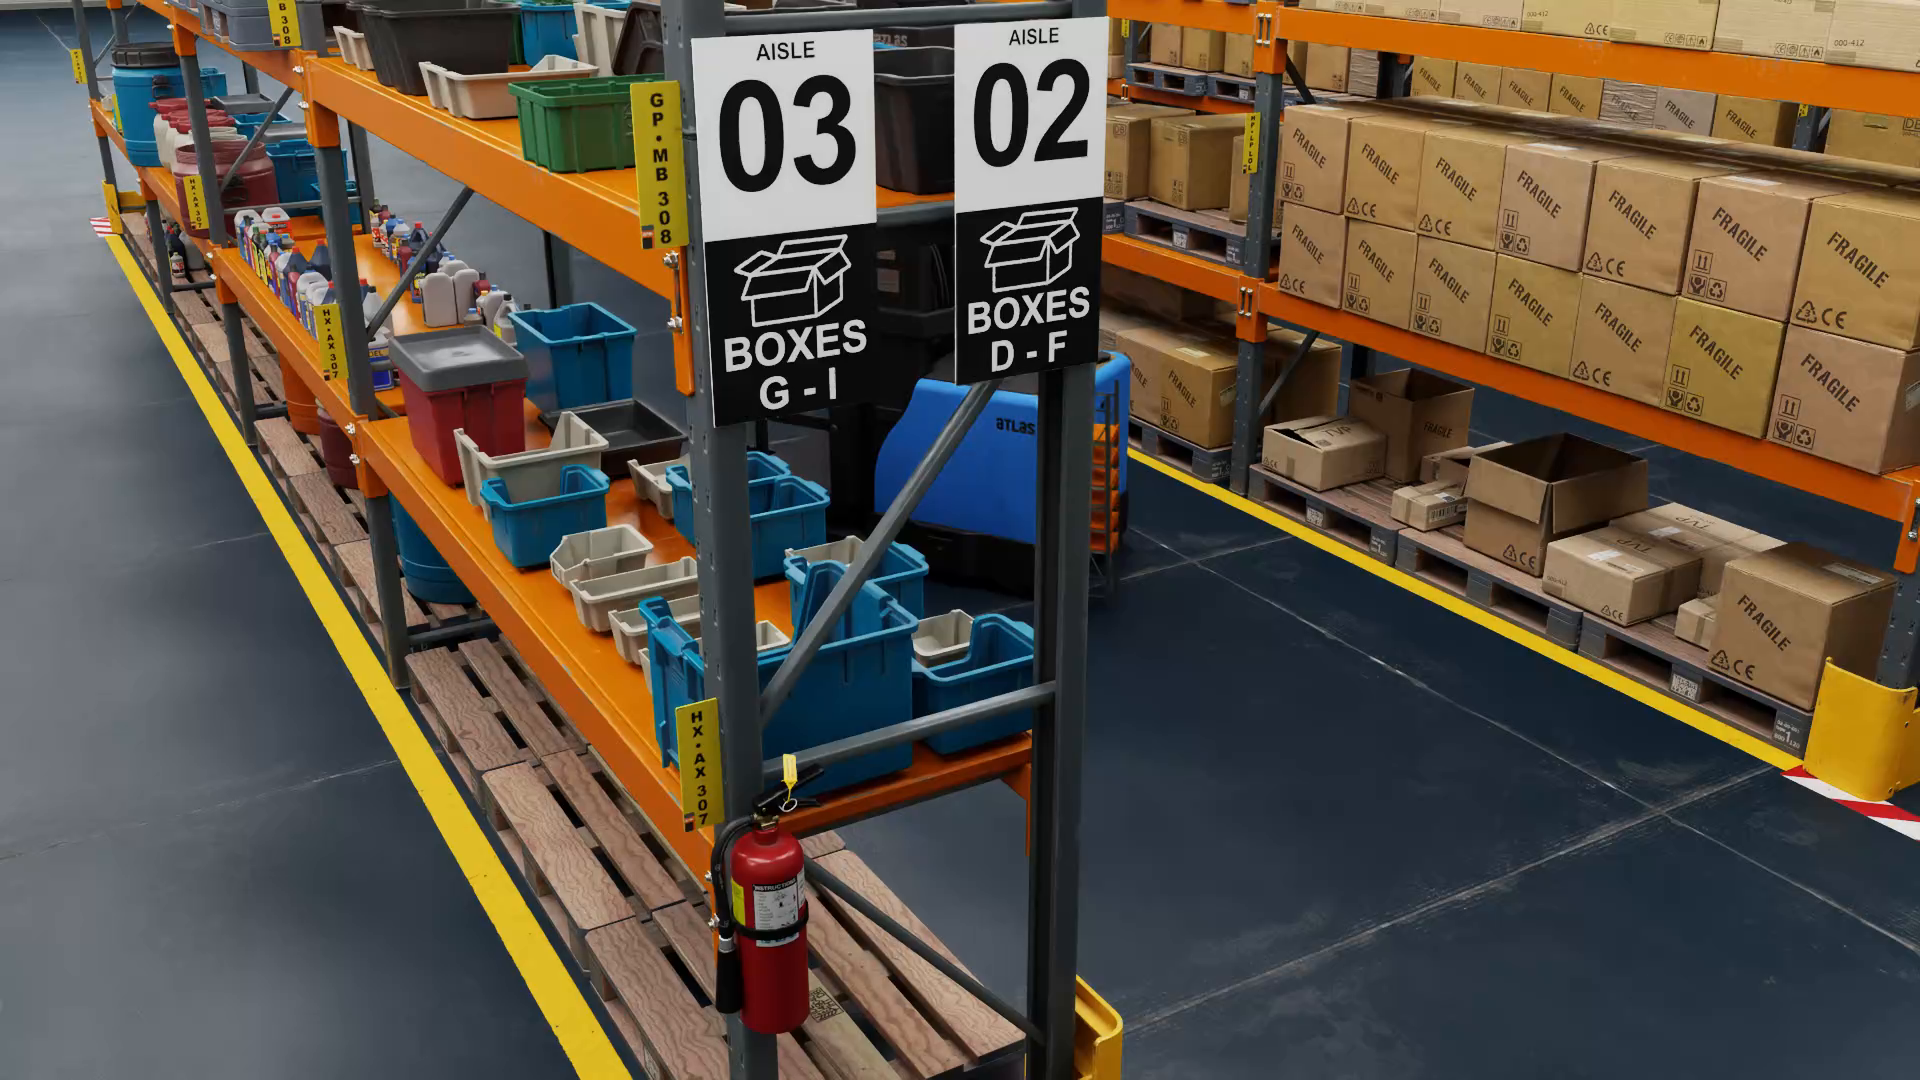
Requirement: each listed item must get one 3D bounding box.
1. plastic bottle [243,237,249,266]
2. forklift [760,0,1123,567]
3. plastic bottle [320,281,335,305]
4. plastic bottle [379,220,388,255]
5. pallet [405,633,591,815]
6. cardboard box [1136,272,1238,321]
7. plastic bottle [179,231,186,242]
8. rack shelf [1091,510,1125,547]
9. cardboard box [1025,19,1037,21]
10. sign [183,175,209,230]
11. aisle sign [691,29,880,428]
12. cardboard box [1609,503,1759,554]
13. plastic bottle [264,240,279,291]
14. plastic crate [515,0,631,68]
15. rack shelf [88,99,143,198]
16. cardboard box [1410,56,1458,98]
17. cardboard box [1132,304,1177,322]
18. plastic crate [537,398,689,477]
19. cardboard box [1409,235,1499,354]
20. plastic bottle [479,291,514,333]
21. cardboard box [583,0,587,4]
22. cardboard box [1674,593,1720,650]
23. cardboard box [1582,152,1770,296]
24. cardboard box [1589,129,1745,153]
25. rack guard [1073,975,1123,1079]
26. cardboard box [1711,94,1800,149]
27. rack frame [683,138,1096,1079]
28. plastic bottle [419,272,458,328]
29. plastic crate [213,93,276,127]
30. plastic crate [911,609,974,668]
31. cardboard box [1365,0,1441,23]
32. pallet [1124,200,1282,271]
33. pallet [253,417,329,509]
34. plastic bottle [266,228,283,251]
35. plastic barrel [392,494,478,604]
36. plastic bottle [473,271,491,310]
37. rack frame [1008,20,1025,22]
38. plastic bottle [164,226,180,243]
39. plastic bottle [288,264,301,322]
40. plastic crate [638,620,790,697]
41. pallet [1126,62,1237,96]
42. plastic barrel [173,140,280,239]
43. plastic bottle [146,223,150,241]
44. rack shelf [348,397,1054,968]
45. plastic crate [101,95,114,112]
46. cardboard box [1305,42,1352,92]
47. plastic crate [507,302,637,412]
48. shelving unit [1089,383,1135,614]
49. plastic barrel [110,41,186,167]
[{"bbox_3d":[-4.191,-1.736,9.863,0.097,0.201,0.097,0,22,0],"label":"plastic bottle"},{"bbox_3d":[-0.672,-1.354,8.749,3.031,2.935,1.130,0,22,-1],"label":"forklift"},{"bbox_3d":[-3.022,-1.081,8.054,0.144,0.351,0.185,-13,25,-28],"label":"plastic bottle"},{"bbox_3d":[-3.485,-1.848,10.139,0.097,0.201,0.097,0,22,0],"label":"plastic bottle"},{"bbox_3d":[-1.767,0.713,7.278,1.003,0.211,1.213,-13,25,-28],"label":"pallet"},{"bbox_3d":[1.536,-1.682,11.205,0.500,0.250,0.500,-13,25,-28],"label":"cardboard box"},{"bbox_3d":[-6.823,-2.593,14.741,0.152,0.276,0.135,-13,25,-28],"label":"plastic bottle"},{"bbox_3d":[0.675,-0.081,8.325,0.180,0.103,0.258,-23,29,-21],"label":"rack shelf"},{"bbox_3d":[0.973,-6.179,19.708,0.500,0.500,0.500,-12,25,-27],"label":"cardboard box"},{"bbox_3d":[-4.689,-2.072,10.209,0.100,0.325,0.005,-13,25,-28],"label":"sign"},{"bbox_3d":[-0.348,-0.640,3.449,0.394,0.787,0.004,-13,25,-28],"label":"aisle sign"},{"bbox_3d":[3.583,0.049,8.274,0.500,0.250,0.500,-13,25,-28],"label":"cardboard box"},{"bbox_3d":[-3.818,-1.532,9.269,0.097,0.271,0.097,0,22,0],"label":"plastic bottle"},{"bbox_3d":[-1.437,-1.888,6.213,0.416,0.233,0.300,-13,25,-28],"label":"plastic crate"},{"bbox_3d":[-7.284,-3.714,15.420,1.077,0.370,4.000,-13,25,-28],"label":"rack shelf"},{"bbox_3d":[4.326,-3.997,14.607,0.500,0.500,0.500,-12,25,-27],"label":"cardboard box"},{"bbox_3d":[1.516,-1.344,11.371,0.500,0.500,0.500,-12,25,-28],"label":"cardboard box"},{"bbox_3d":[-1.374,-0.399,6.596,0.437,0.125,0.590,-13,25,-28],"label":"plastic crate"},{"bbox_3d":[2.628,-1.263,8.302,0.500,0.500,0.500,-13,25,-29],"label":"cardboard box"},{"bbox_3d":[-2.272,-1.094,8.184,0.152,0.276,0.135,-13,25,-28],"label":"plastic bottle"},{"bbox_3d":[-3.791,-6.122,18.535,0.700,0.500,0.500,-13,25,-28],"label":"cardboard box"},{"bbox_3d":[3.508,0.365,7.608,0.380,0.166,0.250,-13,25,-28],"label":"cardboard box"},{"bbox_3d":[3.136,-1.397,7.305,0.500,0.500,0.500,-12,25,-27],"label":"cardboard box"},{"bbox_3d":[3.342,-1.665,7.964,0.500,0.500,0.500,-13,25,-29],"label":"cardboard box"},{"bbox_3d":[-0.110,1.648,4.592,1.175,0.500,0.348,-13,25,-28],"label":"rack guard"},{"bbox_3d":[5.888,-3.010,12.178,0.500,0.500,0.500,-13,26,-29],"label":"cardboard box"},{"bbox_3d":[-0.133,0.485,4.134,1.000,3.000,0.127,-13,25,-28],"label":"rack frame"},{"bbox_3d":[-2.689,-1.246,8.558,0.152,0.276,0.135,-13,25,-28],"label":"plastic bottle"},{"bbox_3d":[-5.752,-3.331,13.438,0.402,0.464,0.583,-13,25,-28],"label":"plastic crate"},{"bbox_3d":[-0.069,0.316,4.820,0.250,0.136,0.298,-13,25,-28],"label":"plastic crate"},{"bbox_3d":[2.372,-2.714,8.220,0.500,0.250,0.500,-13,25,-28],"label":"cardboard box"},{"bbox_3d":[1.770,-1.952,10.385,1.003,0.211,1.213,-13,25,-28],"label":"pallet"},{"bbox_3d":[-3.781,-0.566,10.423,1.003,0.211,1.213,-13,25,-28],"label":"pallet"},{"bbox_3d":[-3.952,-1.662,9.587,0.097,0.271,0.097,0,22,0],"label":"plastic bottle"},{"bbox_3d":[-2.440,-0.212,8.077,0.600,0.901,0.708,-13,25,-28],"label":"plastic barrel"},{"bbox_3d":[-2.450,-1.244,8.543,0.061,0.283,0.133,-13,25,-28],"label":"plastic bottle"},{"bbox_3d":[0.041,-3.056,12.847,1.000,3.000,0.127,-13,25,-28],"label":"rack frame"},{"bbox_3d":[-6.938,-2.591,14.637,0.144,0.351,0.185,-14,26,-31],"label":"plastic bottle"},{"bbox_3d":[-3.444,-1.287,8.650,0.061,0.283,0.133,-13,25,-28],"label":"plastic bottle"},{"bbox_3d":[-0.705,0.350,4.737,0.396,0.136,0.243,-13,25,-28],"label":"plastic crate"},{"bbox_3d":[2.520,-4.941,17.738,1.003,0.211,1.213,-13,25,-28],"label":"pallet"},{"bbox_3d":[-4.717,-2.260,10.706,0.600,0.536,0.708,-13,25,-28],"label":"plastic barrel"},{"bbox_3d":[-7.595,-2.921,15.647,0.097,0.201,0.097,0,22,0],"label":"plastic bottle"},{"bbox_3d":[-1.155,0.171,5.863,1.077,0.370,4.000,-13,25,-28],"label":"rack shelf"},{"bbox_3d":[-8.126,-4.221,16.062,0.298,0.136,0.250,-13,25,-28],"label":"plastic crate"},{"bbox_3d":[3.740,-4.586,15.894,0.700,0.500,0.500,-15,27,-33],"label":"cardboard box"},{"bbox_3d":[-1.645,-0.745,7.101,0.392,0.384,0.575,-13,25,-28],"label":"plastic crate"},{"bbox_3d":[0.647,-0.225,8.250,0.189,1.200,0.258,-23,29,-21],"label":"shelving unit"},{"bbox_3d":[-6.326,-3.448,13.146,0.600,0.901,0.708,-13,25,-28],"label":"plastic barrel"}]
